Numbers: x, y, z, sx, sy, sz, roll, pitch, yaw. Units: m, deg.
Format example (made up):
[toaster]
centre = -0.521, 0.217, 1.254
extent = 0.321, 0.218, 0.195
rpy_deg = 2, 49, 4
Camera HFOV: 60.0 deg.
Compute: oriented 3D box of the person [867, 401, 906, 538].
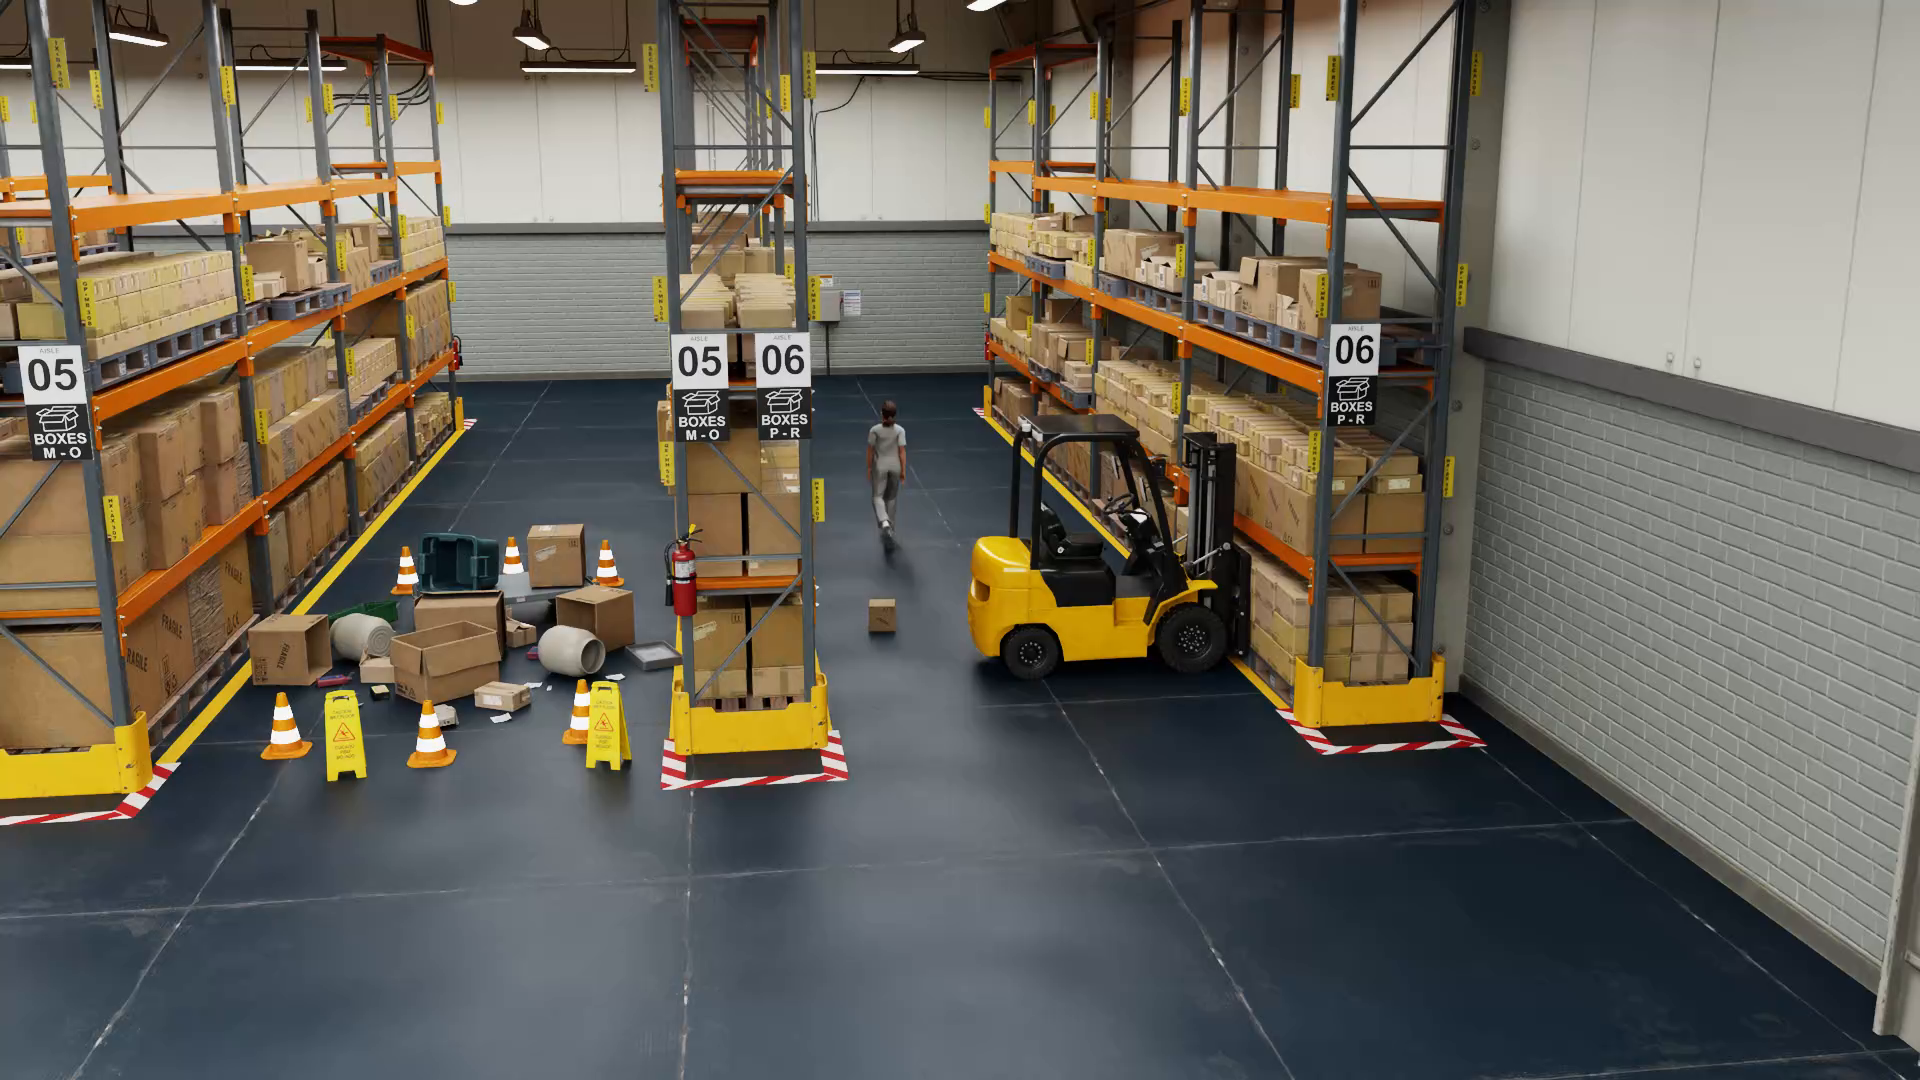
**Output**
[person]
centre = -0.856, -0.803, 19.378
extent = 0.451, 1.639, 0.840
rpy_deg = -2, 13, -9
